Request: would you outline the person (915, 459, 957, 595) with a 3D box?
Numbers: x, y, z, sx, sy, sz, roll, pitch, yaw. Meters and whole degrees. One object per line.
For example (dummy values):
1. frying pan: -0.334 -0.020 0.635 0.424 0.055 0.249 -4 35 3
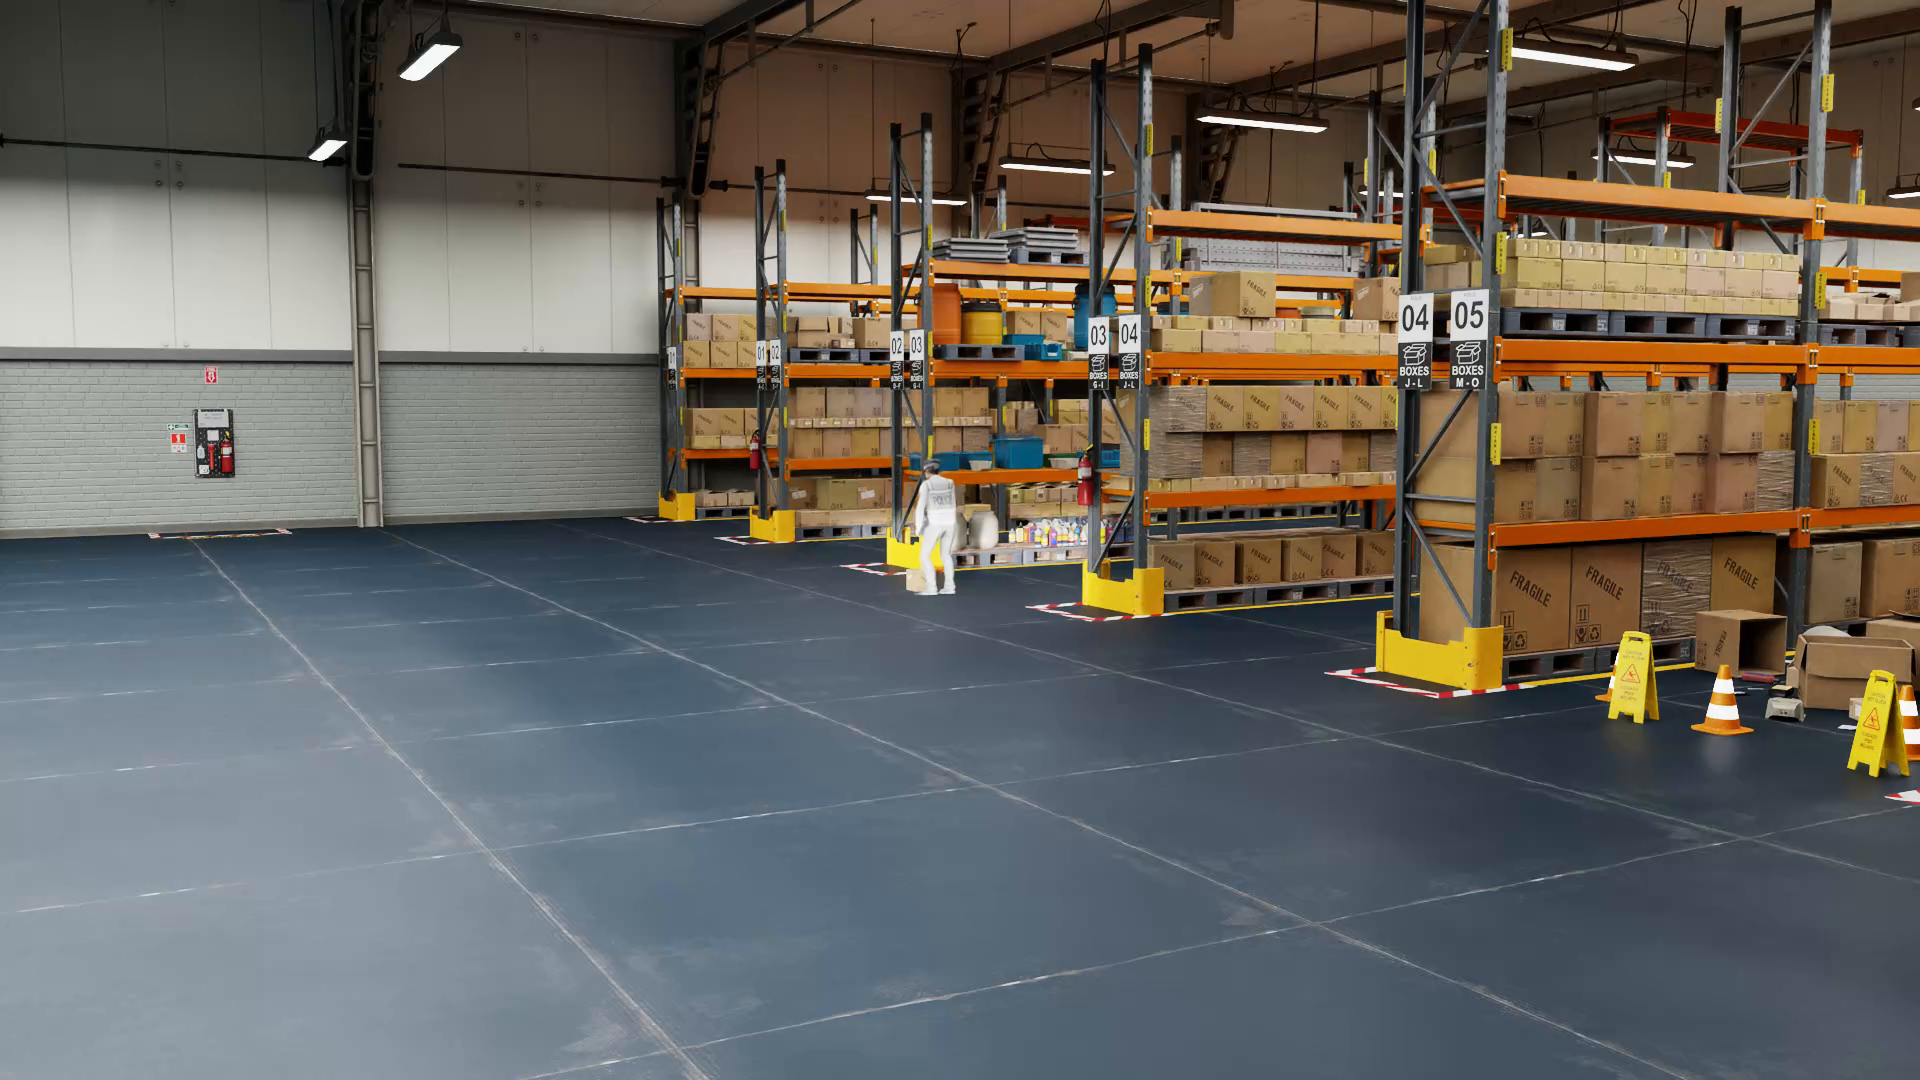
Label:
1. person: -0.287 -0.149 19.565 0.508 1.604 0.485 -3 6 -27
